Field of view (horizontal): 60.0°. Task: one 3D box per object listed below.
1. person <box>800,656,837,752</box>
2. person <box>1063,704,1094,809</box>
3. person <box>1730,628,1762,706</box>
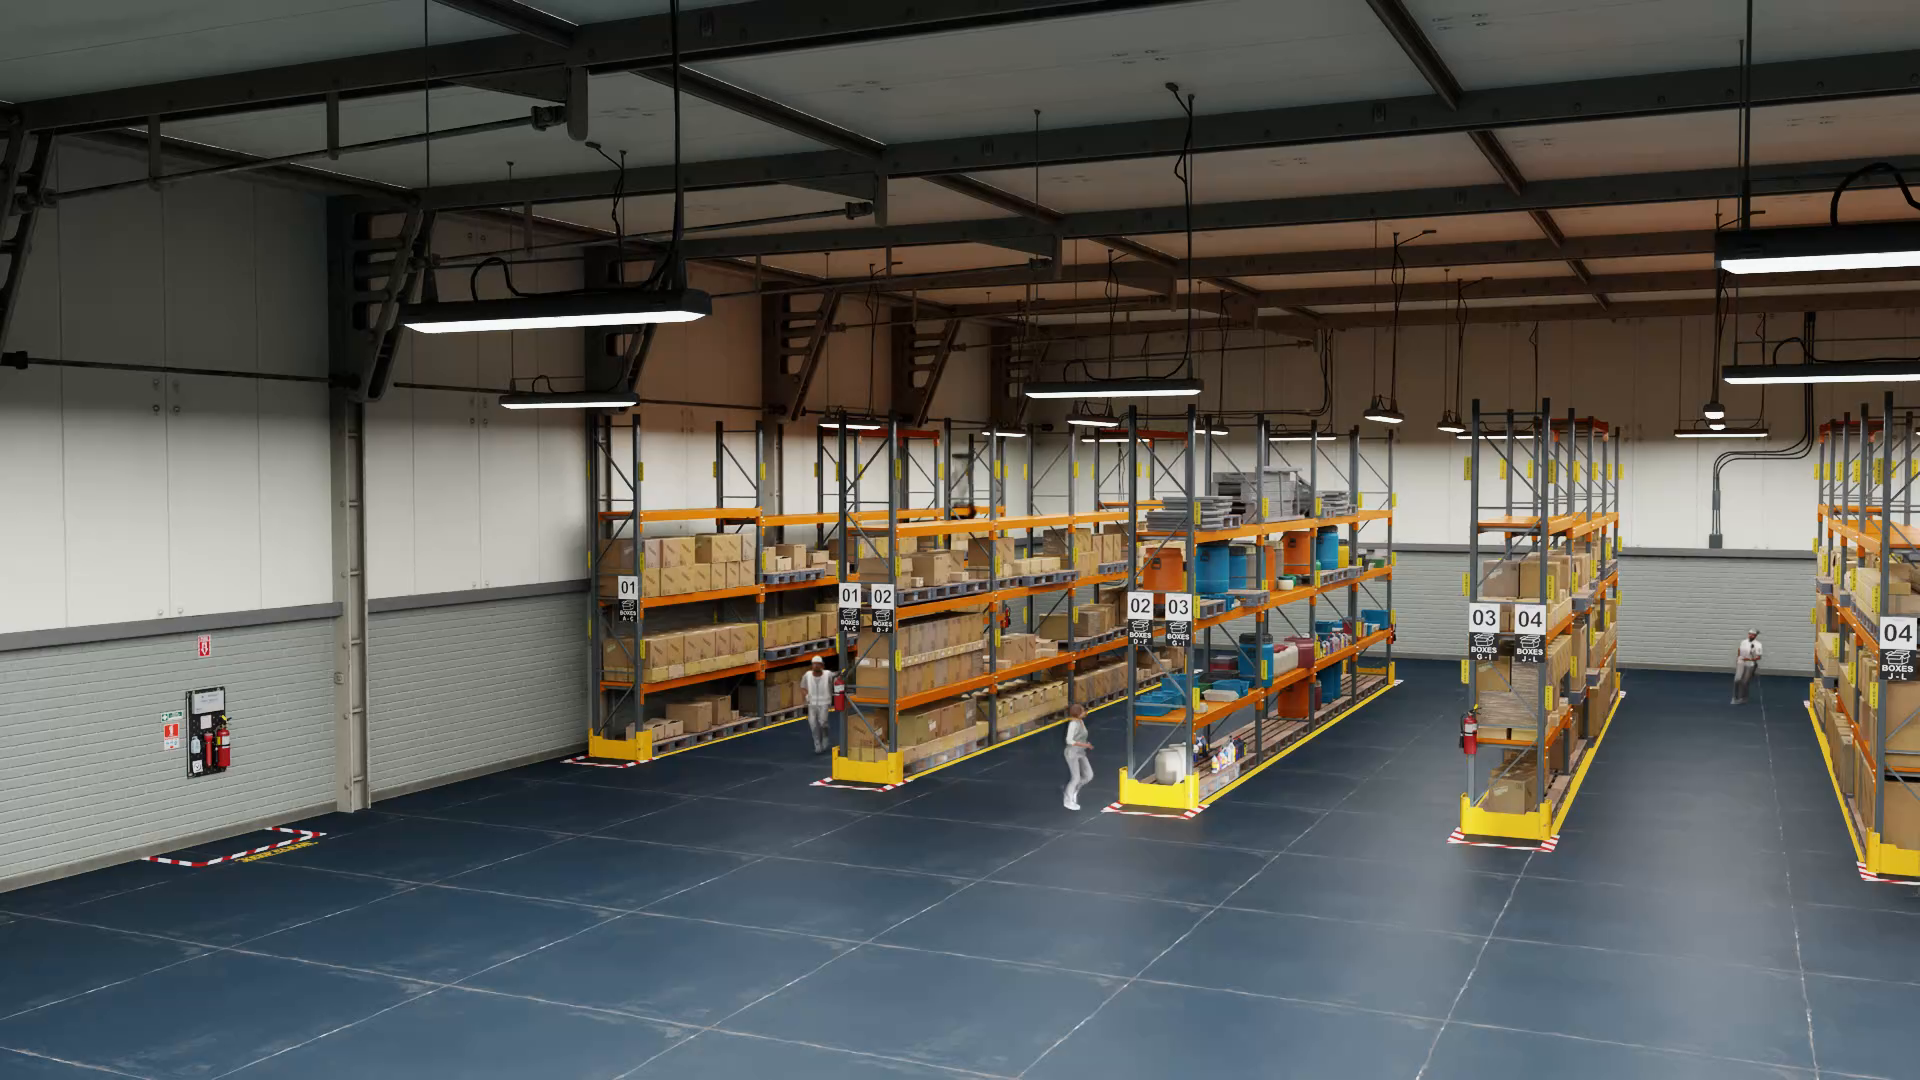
[{"bbox_3d":[-2.496,2.914,29.413,0.677,1.731,0.671,0,2,4],"label":"person"},{"bbox_3d":[1.756,3.205,24.569,0.554,1.566,0.519,1,3,29],"label":"person"},{"bbox_3d":[16.824,2.701,35.528,0.571,1.674,0.665,2,3,42],"label":"person"}]
